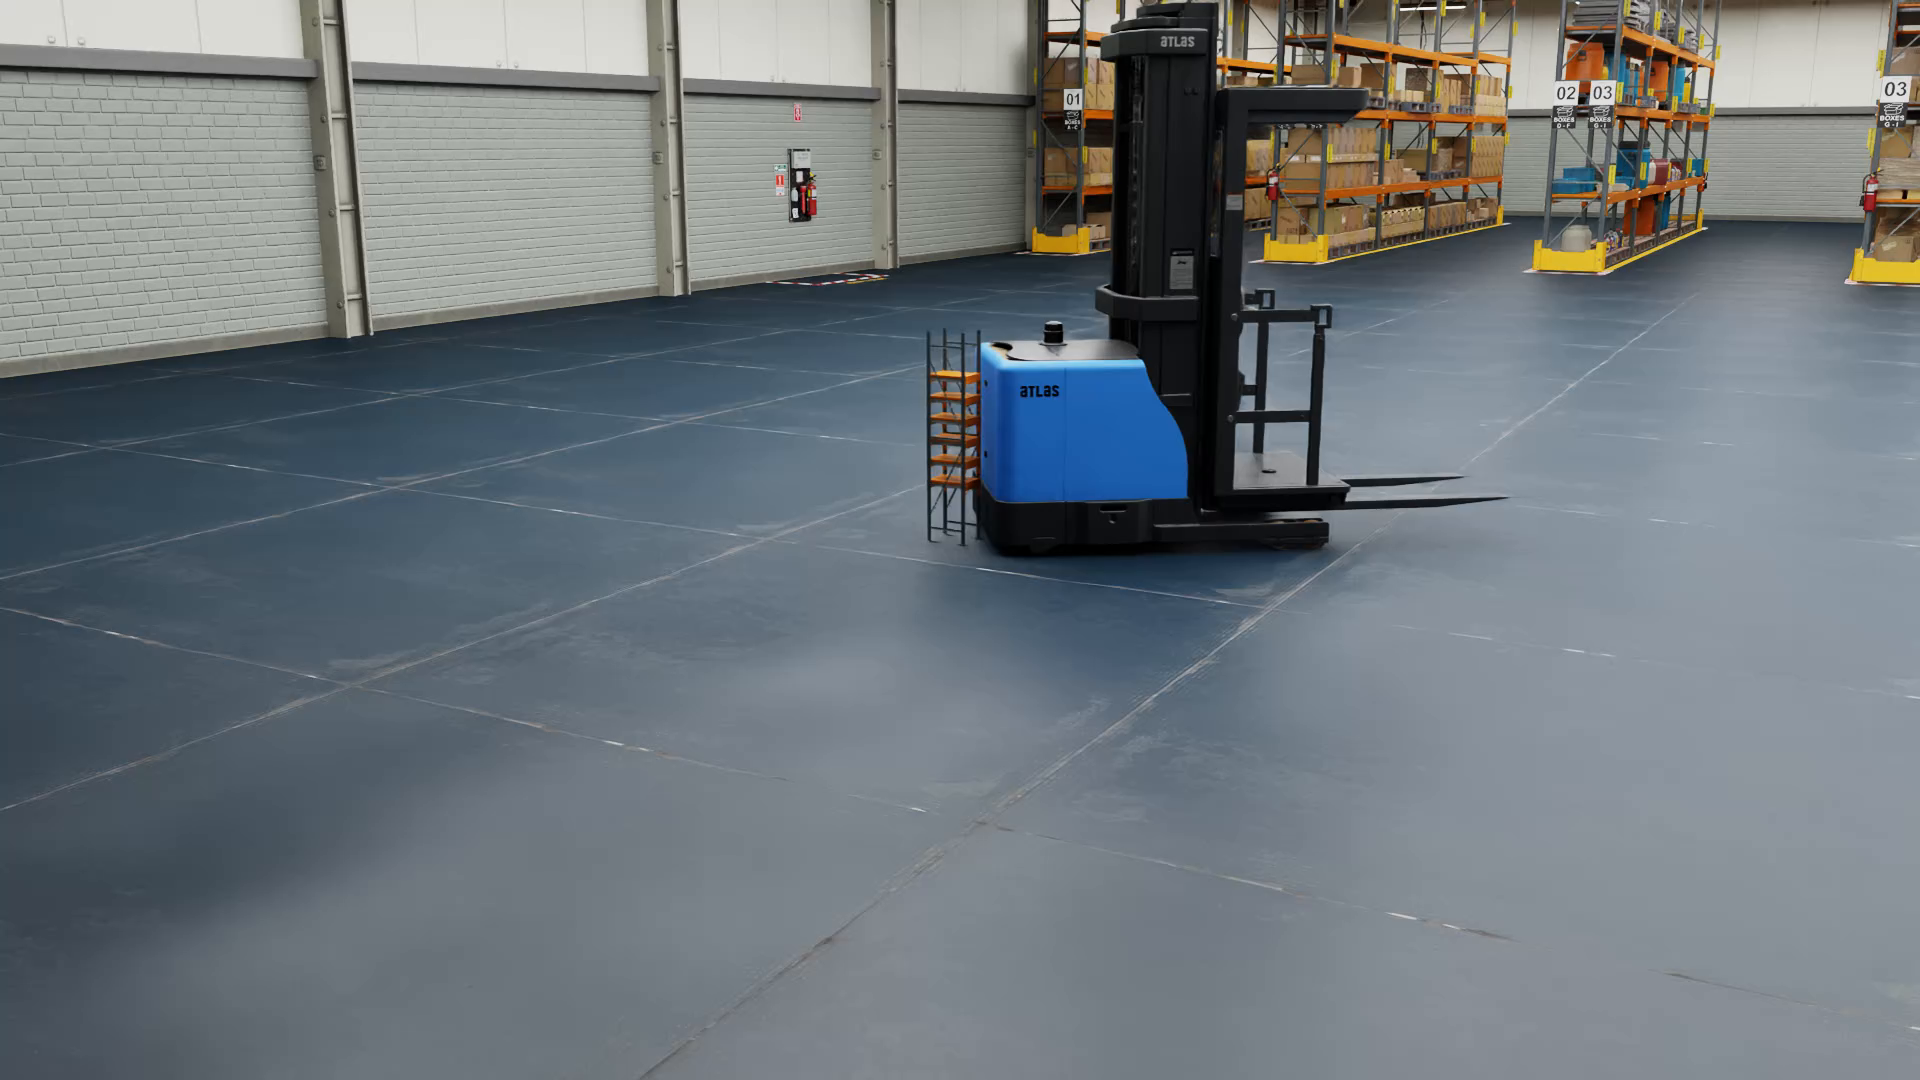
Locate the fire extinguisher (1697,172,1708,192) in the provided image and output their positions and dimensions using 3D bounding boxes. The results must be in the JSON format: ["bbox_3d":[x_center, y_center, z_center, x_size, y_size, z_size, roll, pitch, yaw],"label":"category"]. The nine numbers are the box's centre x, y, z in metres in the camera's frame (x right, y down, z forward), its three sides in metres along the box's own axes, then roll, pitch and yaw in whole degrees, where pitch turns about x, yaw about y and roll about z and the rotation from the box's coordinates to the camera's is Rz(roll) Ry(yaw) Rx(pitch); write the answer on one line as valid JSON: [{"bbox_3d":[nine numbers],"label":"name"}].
[{"bbox_3d":[18.883,-9.218,42.331,0.296,0.674,0.183,7,15,28],"label":"fire extinguisher"}]

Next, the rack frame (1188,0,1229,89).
[{"bbox_3d":[5.873,-11.855,39.508,1.000,3.000,0.127,7,15,28],"label":"rack frame"}]

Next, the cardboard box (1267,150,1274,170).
[{"bbox_3d":[7.804,-9.839,43.055,0.500,0.500,0.500,7,15,27],"label":"cardboard box"}]

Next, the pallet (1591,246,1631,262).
[{"bbox_3d":[12.250,-5.507,31.926,1.003,0.211,1.213,7,15,28],"label":"pallet"}]

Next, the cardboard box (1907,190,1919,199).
[{"bbox_3d":[15.360,-5.523,26.580,0.380,0.149,0.250,7,15,28],"label":"cardboard box"}]

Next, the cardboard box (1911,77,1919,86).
[{"bbox_3d":[15.103,-7.326,26.588,0.380,0.149,0.250,7,15,26],"label":"cardboard box"}]

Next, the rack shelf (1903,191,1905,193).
[{"bbox_3d":[17.914,-6.495,31.610,1.077,0.370,4.000,7,15,28],"label":"rack shelf"}]

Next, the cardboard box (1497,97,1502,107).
[{"bbox_3d":[13.812,-11.411,43.319,0.500,0.250,0.500,7,15,28],"label":"cardboard box"}]

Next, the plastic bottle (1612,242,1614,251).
[{"bbox_3d":[12.089,-5.476,30.881,0.097,0.201,0.097,0,14,0],"label":"plastic bottle"}]

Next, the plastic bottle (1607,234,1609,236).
[{"bbox_3d":[12.201,-5.625,31.323,0.061,0.283,0.133,7,15,28],"label":"plastic bottle"}]

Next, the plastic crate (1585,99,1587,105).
[{"bbox_3d":[11.336,-8.051,30.162,0.392,0.384,0.575,7,15,28],"label":"plastic crate"}]

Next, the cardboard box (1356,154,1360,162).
[{"bbox_3d":[7.718,-7.581,32.983,0.380,0.149,0.250,8,16,30],"label":"cardboard box"}]

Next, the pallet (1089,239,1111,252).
[{"bbox_3d":[2.466,-6.120,34.470,1.003,0.211,1.213,7,15,28],"label":"pallet"}]

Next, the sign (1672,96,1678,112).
[{"bbox_3d":[15.030,-9.163,34.964,0.100,0.325,0.005,7,15,28],"label":"sign"}]

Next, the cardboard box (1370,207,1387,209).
[{"bbox_3d":[9.205,-7.231,36.902,0.500,0.311,0.500,7,15,27],"label":"cardboard box"}]

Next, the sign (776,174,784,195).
[{"bbox_3d":[-2.900,-5.721,26.788,0.001,0.329,0.234,7,15,28],"label":"sign"}]

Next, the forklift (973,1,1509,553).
[{"bbox_3d":[1.634,-1.488,9.451,3.031,2.935,1.130,-2,14,-7],"label":"forklift"}]

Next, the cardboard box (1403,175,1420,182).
[{"bbox_3d":[10.018,-8.040,37.021,0.380,0.149,0.250,7,15,28],"label":"cardboard box"}]

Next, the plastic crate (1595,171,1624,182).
[{"bbox_3d":[12.247,-6.873,31.773,0.767,0.338,0.504,7,15,28],"label":"plastic crate"}]

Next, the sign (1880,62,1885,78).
[{"bbox_3d":[16.460,-8.398,29.623,0.100,0.325,0.005,7,15,28],"label":"sign"}]

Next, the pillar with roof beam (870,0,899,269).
[{"bbox_3d":[2.454,-8.737,26.573,9.100,9.000,0.400,7,15,28],"label":"pillar with roof beam"}]

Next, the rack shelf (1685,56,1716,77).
[{"bbox_3d":[17.446,-11.420,40.090,1.077,0.370,4.000,7,15,28],"label":"rack shelf"}]

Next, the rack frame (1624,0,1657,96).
[{"bbox_3d":[12.611,-9.912,31.448,1.000,3.000,0.127,7,15,28],"label":"rack frame"}]

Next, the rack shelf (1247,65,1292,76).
[{"bbox_3d":[8.773,-12.542,44.746,1.077,0.370,4.000,7,15,28],"label":"rack shelf"}]

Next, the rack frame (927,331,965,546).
[{"bbox_3d":[-0.079,-0.561,9.300,0.240,1.200,0.006,7,15,28],"label":"rack frame"}]

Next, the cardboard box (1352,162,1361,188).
[{"bbox_3d":[7.573,-7.303,33.213,0.700,0.500,0.500,8,16,29],"label":"cardboard box"}]

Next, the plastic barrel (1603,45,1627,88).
[{"bbox_3d":[12.037,-8.710,30.895,0.600,0.901,0.708,7,15,28],"label":"plastic barrel"}]

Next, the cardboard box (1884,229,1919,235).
[{"bbox_3d":[16.217,-5.091,28.690,0.500,0.500,0.500,6,15,23],"label":"cardboard box"}]

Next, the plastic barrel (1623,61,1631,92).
[{"bbox_3d":[12.667,-8.827,32.276,0.600,0.901,0.708,7,15,28],"label":"plastic barrel"}]

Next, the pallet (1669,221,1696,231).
[{"bbox_3d":[17.980,-7.937,42.007,1.003,0.211,1.213,7,15,28],"label":"pallet"}]

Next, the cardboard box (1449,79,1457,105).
[{"bbox_3d":[11.533,-10.724,39.893,0.600,0.600,0.600,7,15,27],"label":"cardboard box"}]

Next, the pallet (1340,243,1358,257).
[{"bbox_3d":[7.267,-5.793,33.110,1.003,0.211,1.213,7,15,28],"label":"pallet"}]

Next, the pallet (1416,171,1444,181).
[{"bbox_3d":[10.477,-8.432,38.519,1.213,0.211,1.003,7,15,28],"label":"pallet"}]

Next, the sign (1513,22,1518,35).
[{"bbox_3d":[14.554,-13.400,43.585,0.100,0.325,0.005,7,15,28],"label":"sign"}]

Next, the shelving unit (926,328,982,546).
[{"bbox_3d":[-0.034,-0.580,9.377,0.258,1.200,0.189,7,15,28],"label":"shelving unit"}]

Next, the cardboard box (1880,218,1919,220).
[{"bbox_3d":[18.318,-5.999,32.412,0.700,0.500,0.500,6,15,23],"label":"cardboard box"}]

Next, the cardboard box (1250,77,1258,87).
[{"bbox_3d":[7.266,-11.679,42.426,0.500,0.250,0.500,9,16,32],"label":"cardboard box"}]

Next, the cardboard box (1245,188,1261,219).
[{"bbox_3d":[7.179,-8.588,42.446,0.750,0.750,0.750,8,16,30],"label":"cardboard box"}]

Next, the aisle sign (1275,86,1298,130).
[{"bbox_3d":[6.055,-8.021,30.856,0.394,0.787,0.004,7,15,28],"label":"aisle sign"}]

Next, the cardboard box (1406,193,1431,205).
[{"bbox_3d":[10.972,-8.183,39.869,0.500,0.250,0.500,7,15,27],"label":"cardboard box"}]

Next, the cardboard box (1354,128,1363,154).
[{"bbox_3d":[7.582,-7.939,33.082,0.700,0.500,0.500,7,15,28],"label":"cardboard box"}]

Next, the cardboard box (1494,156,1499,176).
[{"bbox_3d":[13.852,-9.839,43.731,0.500,0.500,0.500,8,15,29],"label":"cardboard box"}]

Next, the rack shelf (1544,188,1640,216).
[{"bbox_3d":[11.645,-6.236,30.534,1.077,0.370,4.000,7,15,28],"label":"rack shelf"}]

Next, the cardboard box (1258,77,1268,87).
[{"bbox_3d":[7.940,-11.932,43.837,0.500,0.500,0.500,7,15,28],"label":"cardboard box"}]

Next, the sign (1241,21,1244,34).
[{"bbox_3d":[7.332,-13.275,43.066,0.100,0.325,0.005,7,15,28],"label":"sign"}]

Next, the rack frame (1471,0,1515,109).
[{"bbox_3d":[14.078,-12.936,43.992,1.000,3.000,0.127,7,15,28],"label":"rack frame"}]

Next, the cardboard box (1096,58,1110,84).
[{"bbox_3d":[2.691,-9.449,33.537,0.500,0.500,0.500,7,15,27],"label":"cardboard box"}]

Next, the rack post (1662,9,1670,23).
[{"bbox_3d":[14.836,-11.155,35.501,0.624,0.289,0.986,7,15,28],"label":"rack post"}]

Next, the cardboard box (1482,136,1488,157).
[{"bbox_3d":[13.117,-10.010,42.307,0.500,0.500,0.500,7,15,26],"label":"cardboard box"}]
